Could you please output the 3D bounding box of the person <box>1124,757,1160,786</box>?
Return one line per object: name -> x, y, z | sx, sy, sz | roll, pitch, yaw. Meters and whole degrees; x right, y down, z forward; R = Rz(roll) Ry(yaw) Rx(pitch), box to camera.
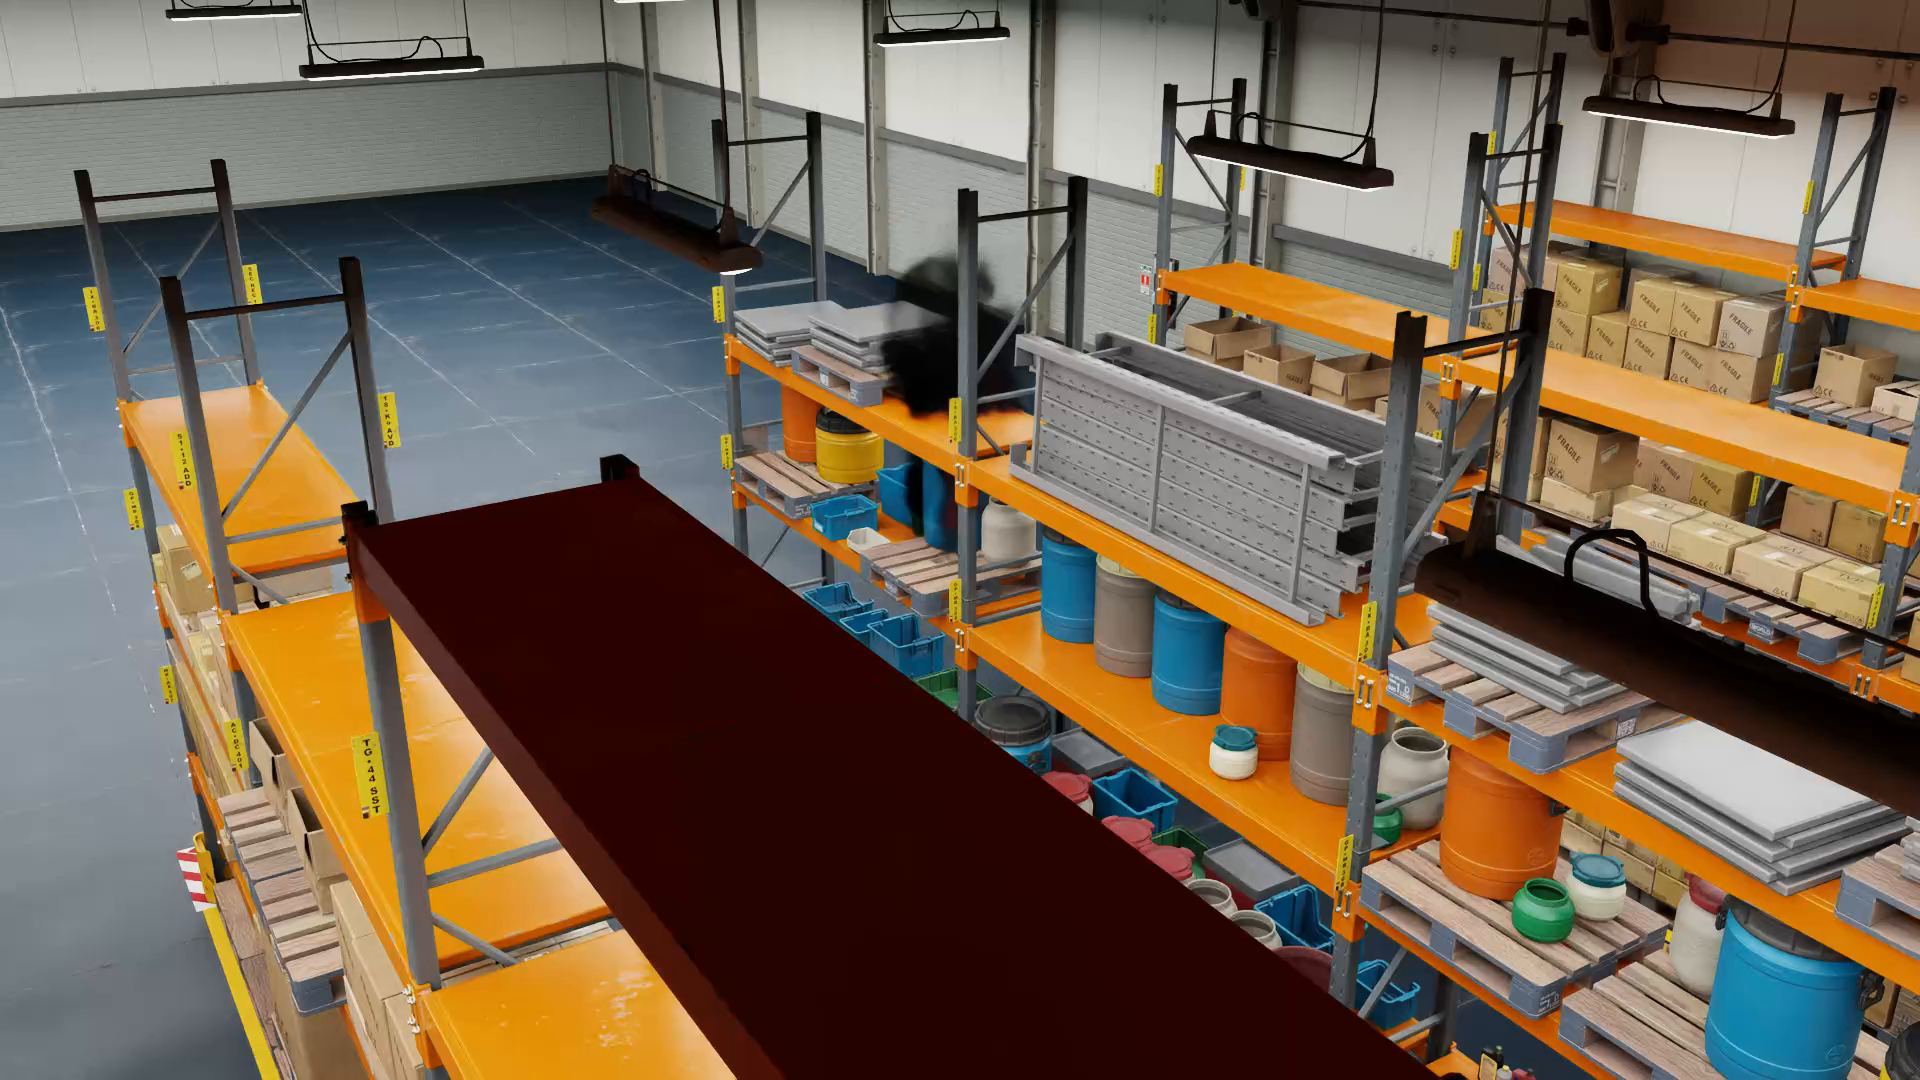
person -> 1.520, 1.539, 14.598 | 0.520, 1.656, 0.673 | -15, 26, -32
